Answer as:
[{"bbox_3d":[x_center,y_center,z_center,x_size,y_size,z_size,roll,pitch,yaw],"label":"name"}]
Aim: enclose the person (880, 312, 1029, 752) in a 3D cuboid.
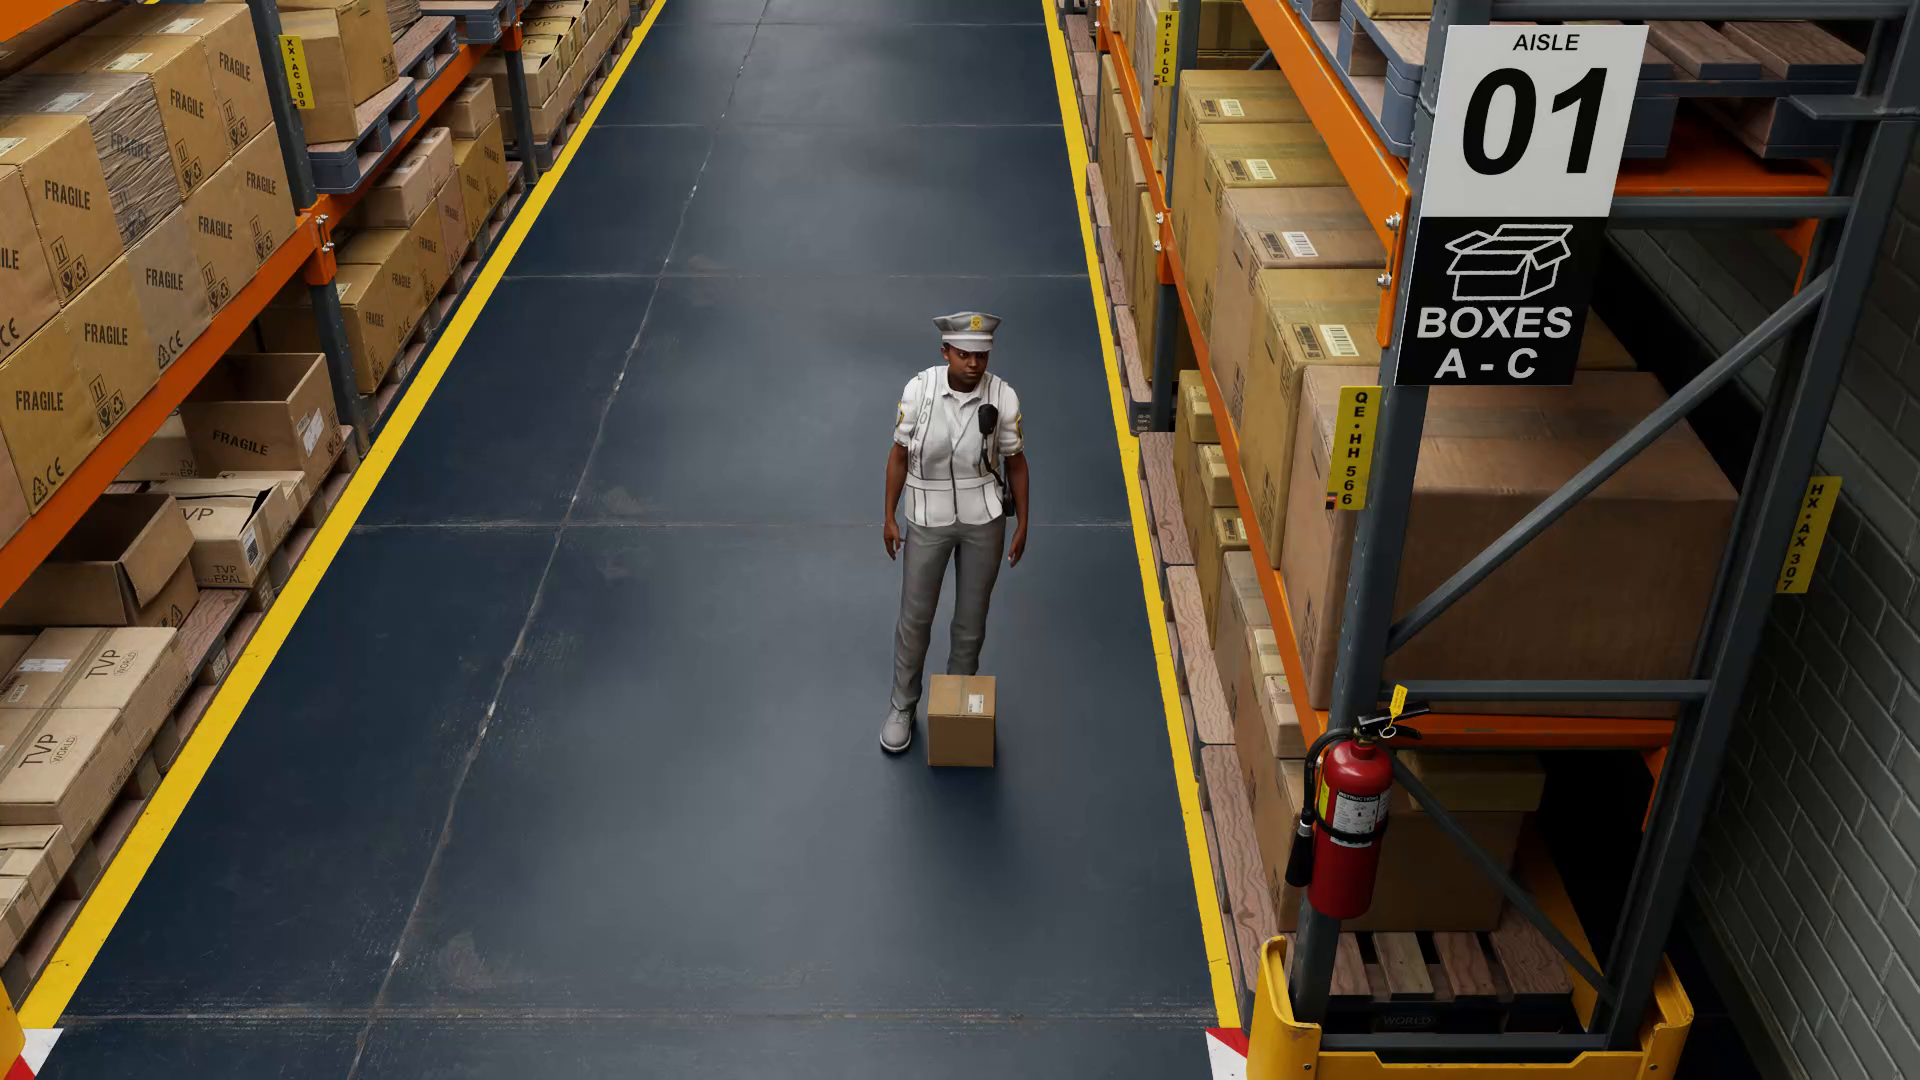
[{"bbox_3d":[-0.028,-0.038,6.148,0.569,1.694,0.529,0,32,-1],"label":"person"}]
